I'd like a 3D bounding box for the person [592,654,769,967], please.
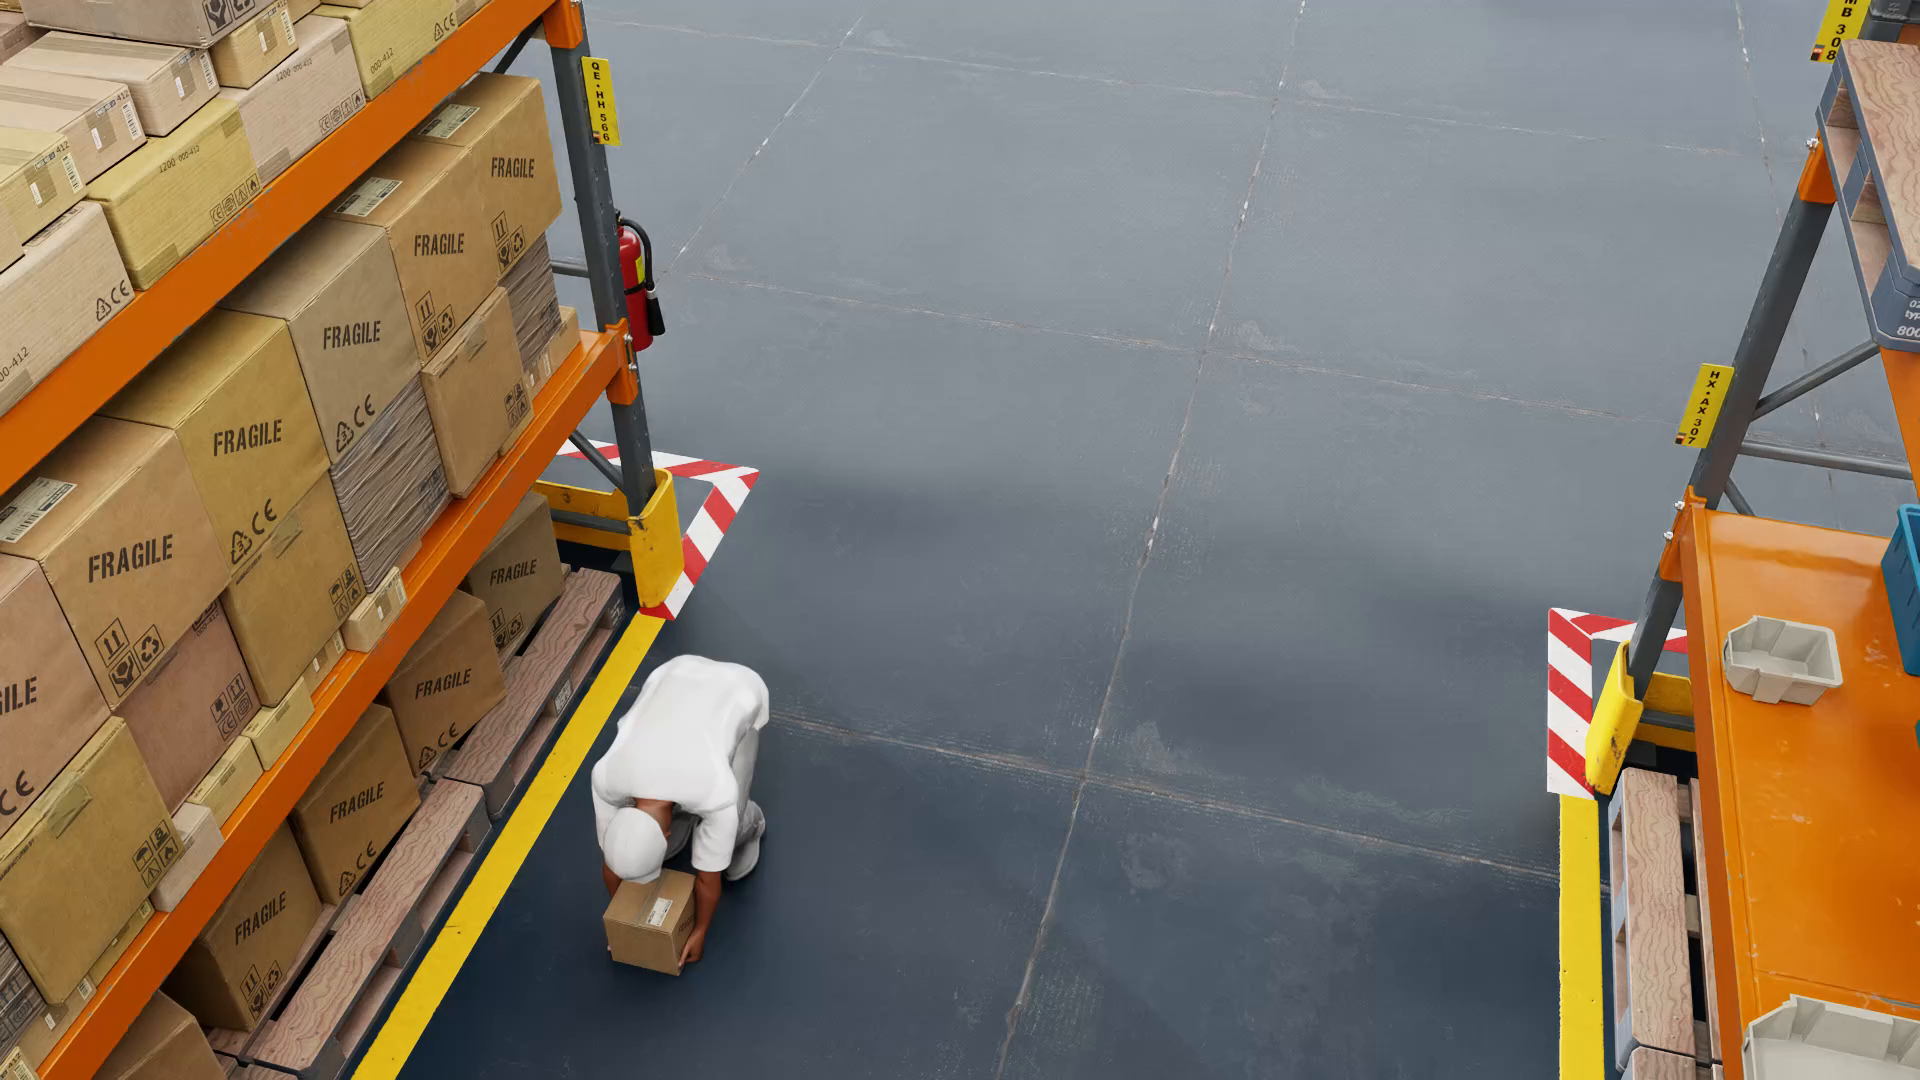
[{"bbox_3d":[-0.961,0.931,5.801,0.526,0.838,0.978,11,42,13],"label":"person"}]
